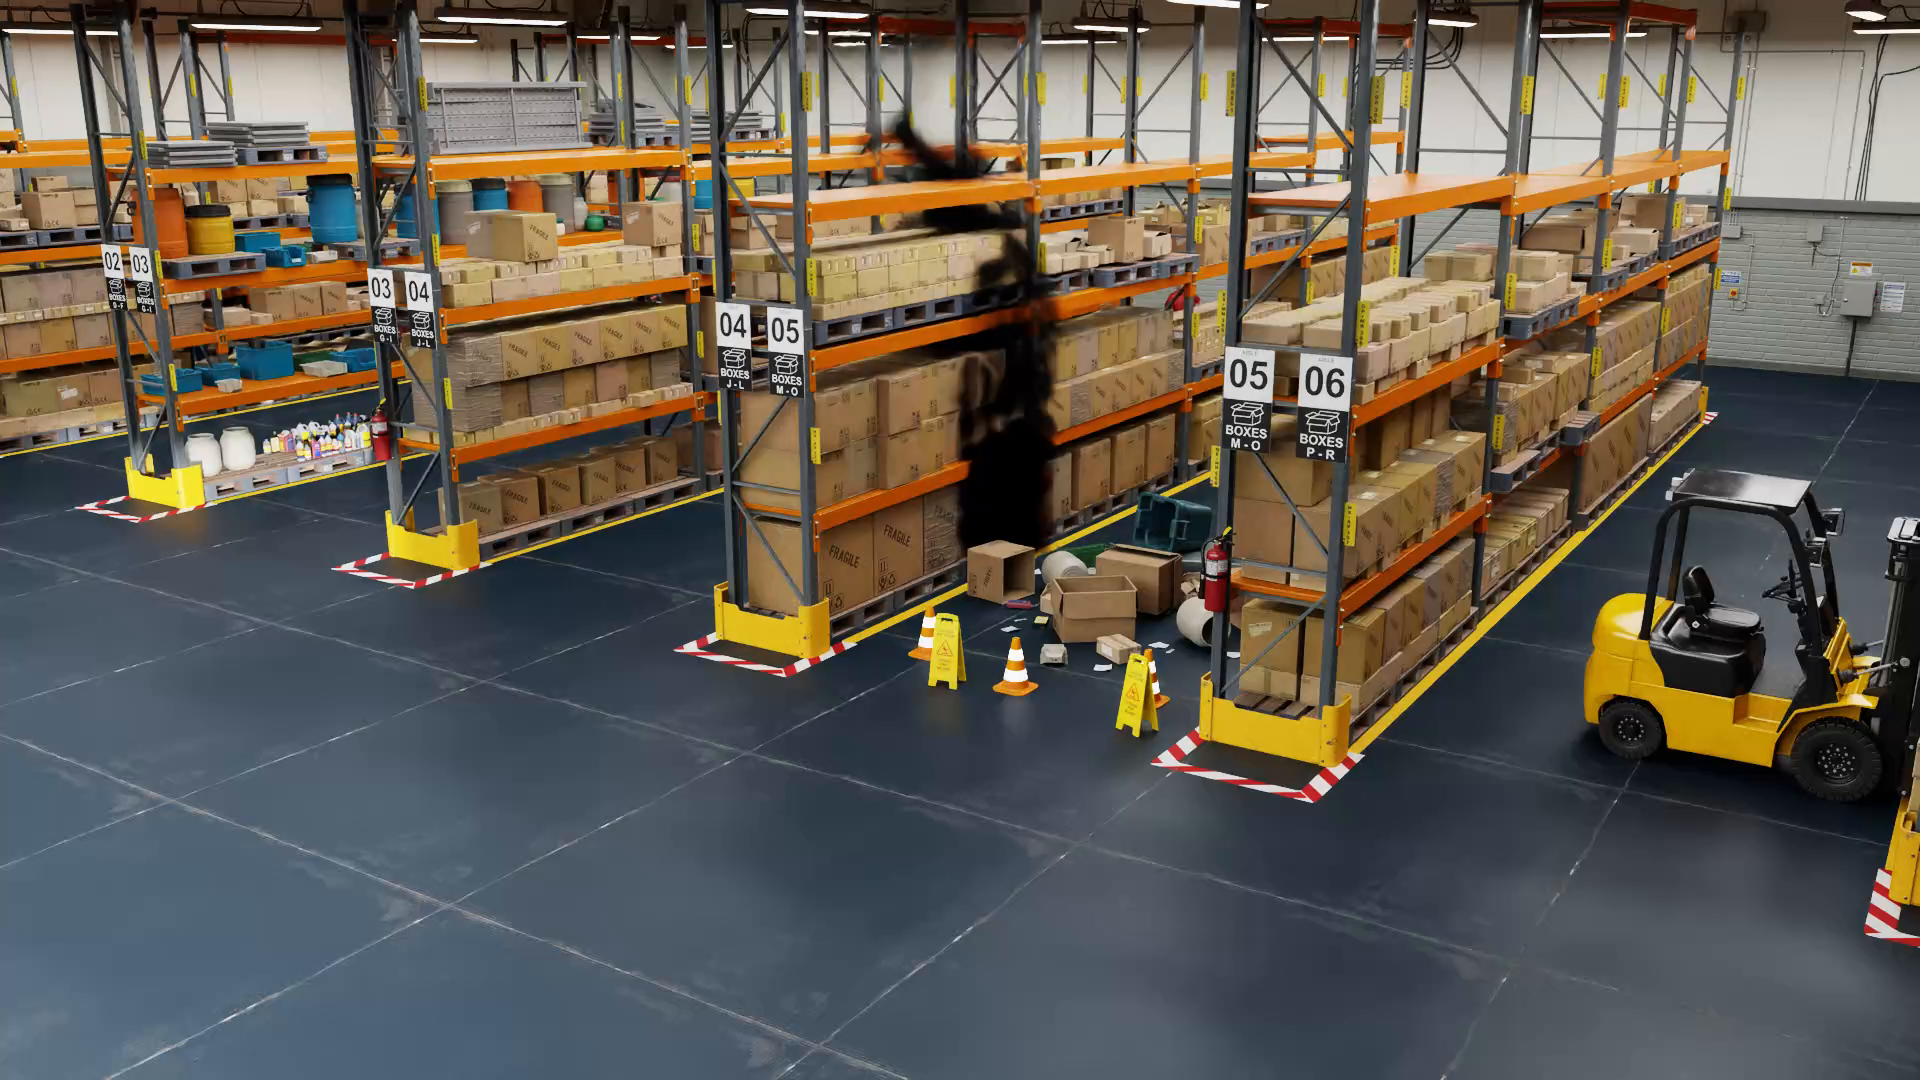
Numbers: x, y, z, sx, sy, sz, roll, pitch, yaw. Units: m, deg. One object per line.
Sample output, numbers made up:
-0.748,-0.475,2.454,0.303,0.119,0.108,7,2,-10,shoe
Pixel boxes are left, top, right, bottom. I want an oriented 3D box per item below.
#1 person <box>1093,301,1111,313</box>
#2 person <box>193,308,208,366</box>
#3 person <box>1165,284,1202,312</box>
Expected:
2.331,-3.107,27.136,0.703,1.729,0.651,7,17,24,person
-12.943,-3.380,28.314,0.537,1.596,0.878,6,17,21,person
4.096,-3.950,30.340,0.705,1.643,0.561,-1,16,-2,person
